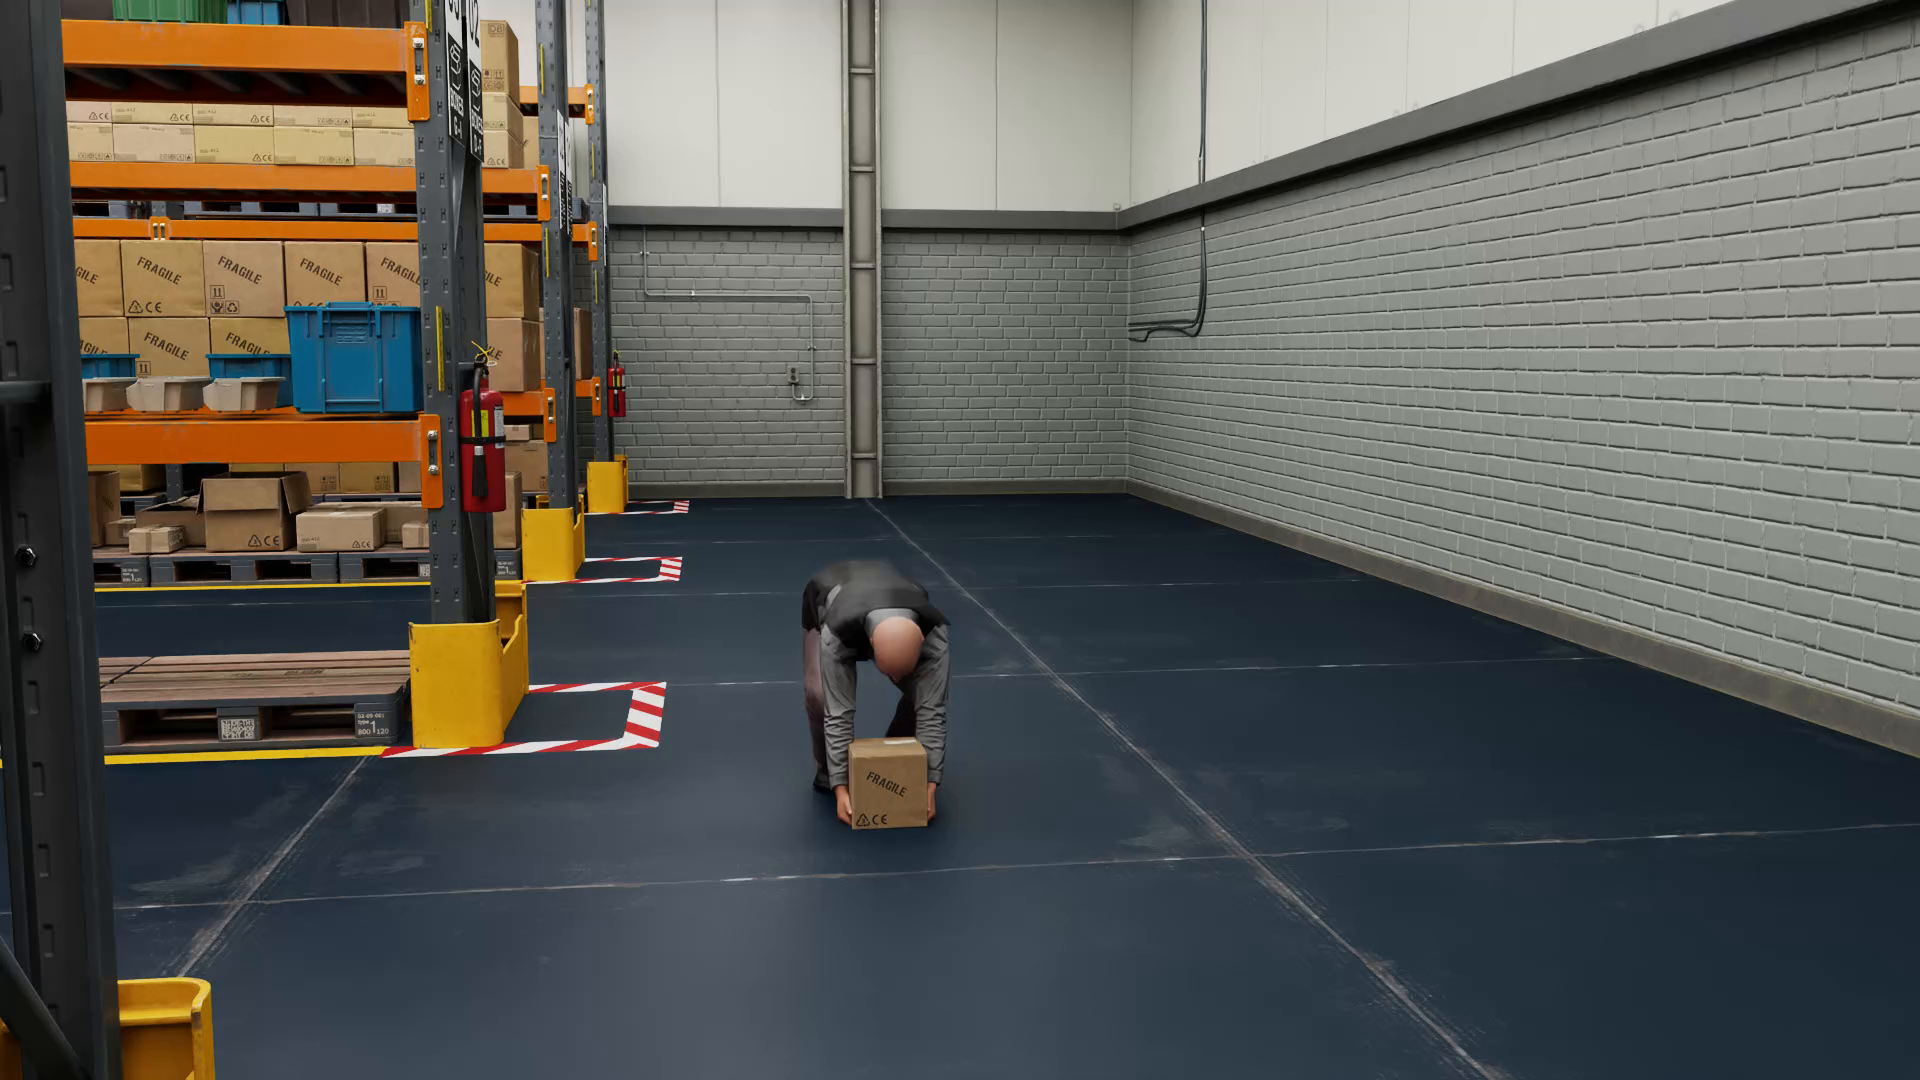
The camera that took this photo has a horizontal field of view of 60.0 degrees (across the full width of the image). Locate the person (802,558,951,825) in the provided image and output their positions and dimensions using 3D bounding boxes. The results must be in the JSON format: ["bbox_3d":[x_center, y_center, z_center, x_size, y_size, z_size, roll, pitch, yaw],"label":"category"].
[{"bbox_3d":[-0.298,0.505,5.900,0.514,0.848,0.953,-1,7,-10],"label":"person"}]
